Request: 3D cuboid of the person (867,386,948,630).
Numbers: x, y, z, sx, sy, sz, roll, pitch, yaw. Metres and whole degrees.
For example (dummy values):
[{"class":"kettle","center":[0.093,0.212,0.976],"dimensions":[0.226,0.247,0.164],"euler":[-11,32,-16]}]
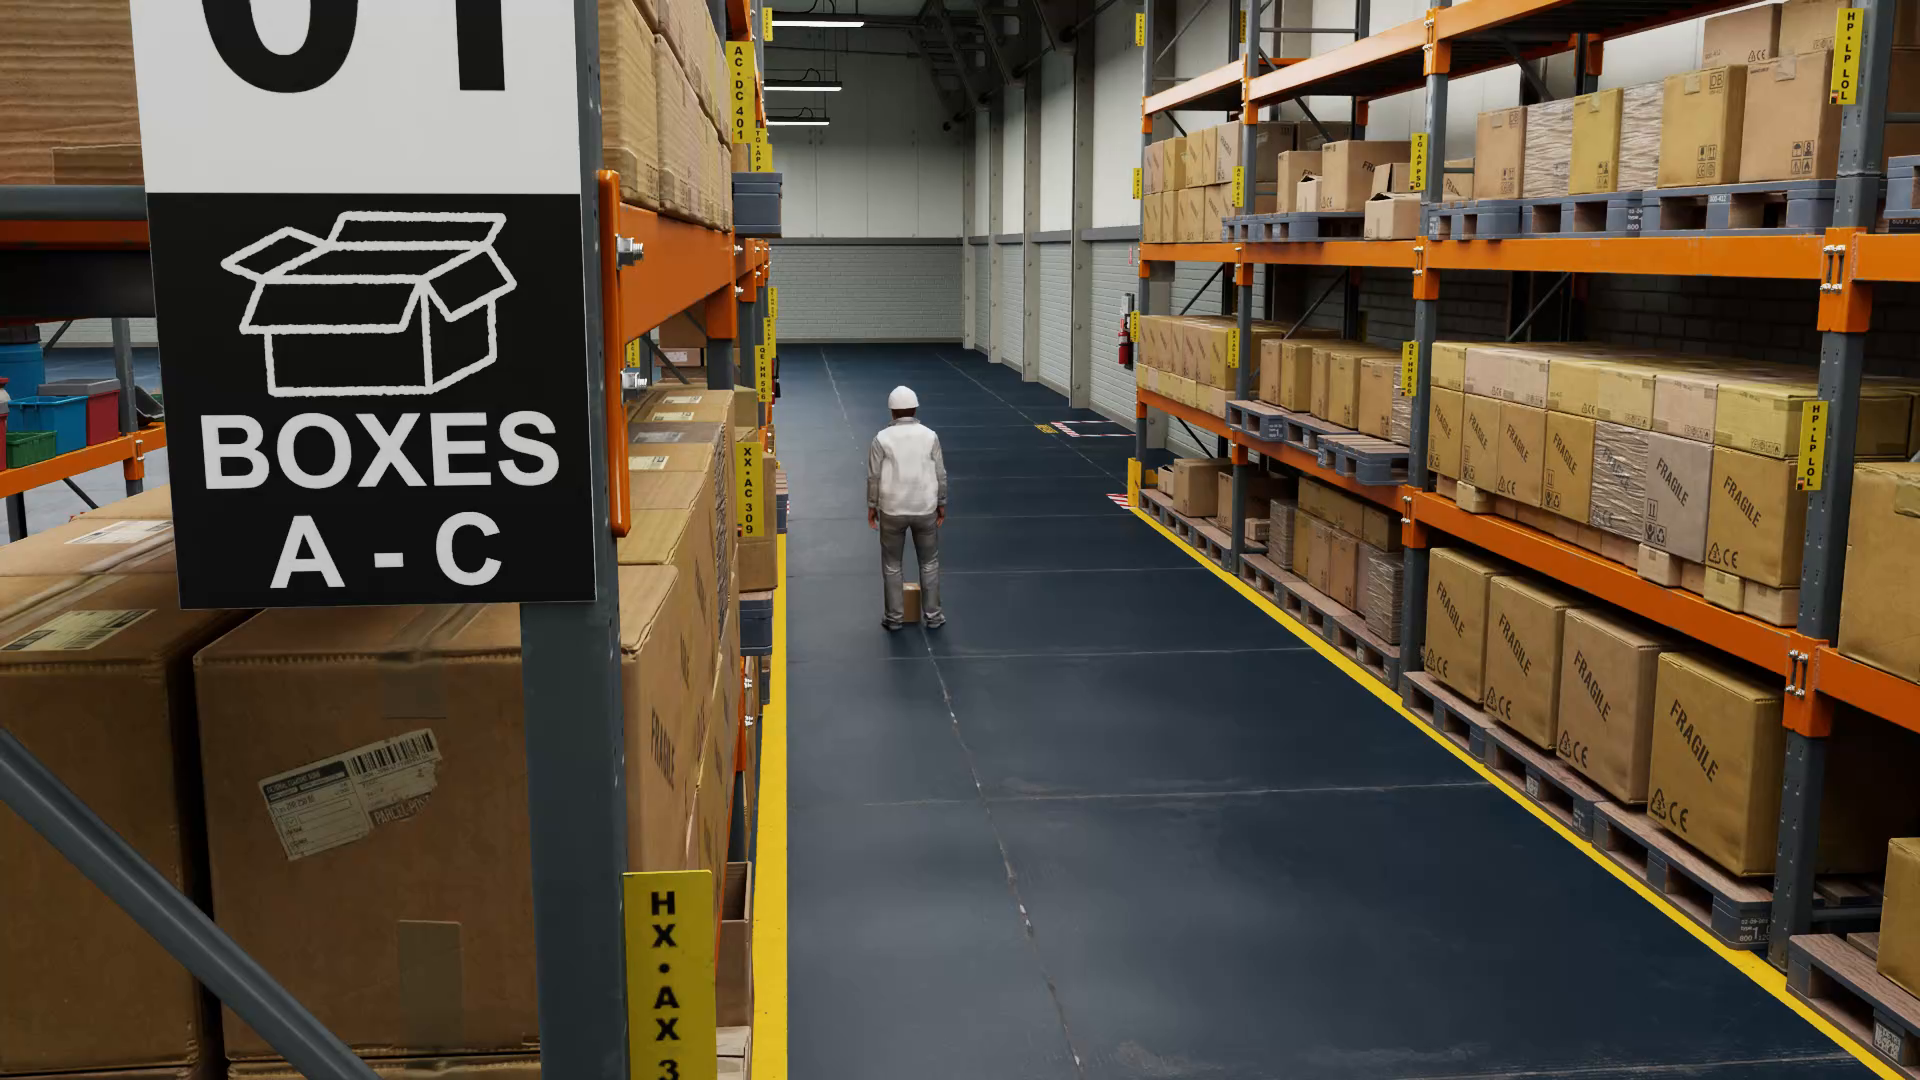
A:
[{"class":"person","center":[-0.383,-0.233,12.154],"dimensions":[0.588,1.771,0.464],"euler":[-1,10,-8]}]
